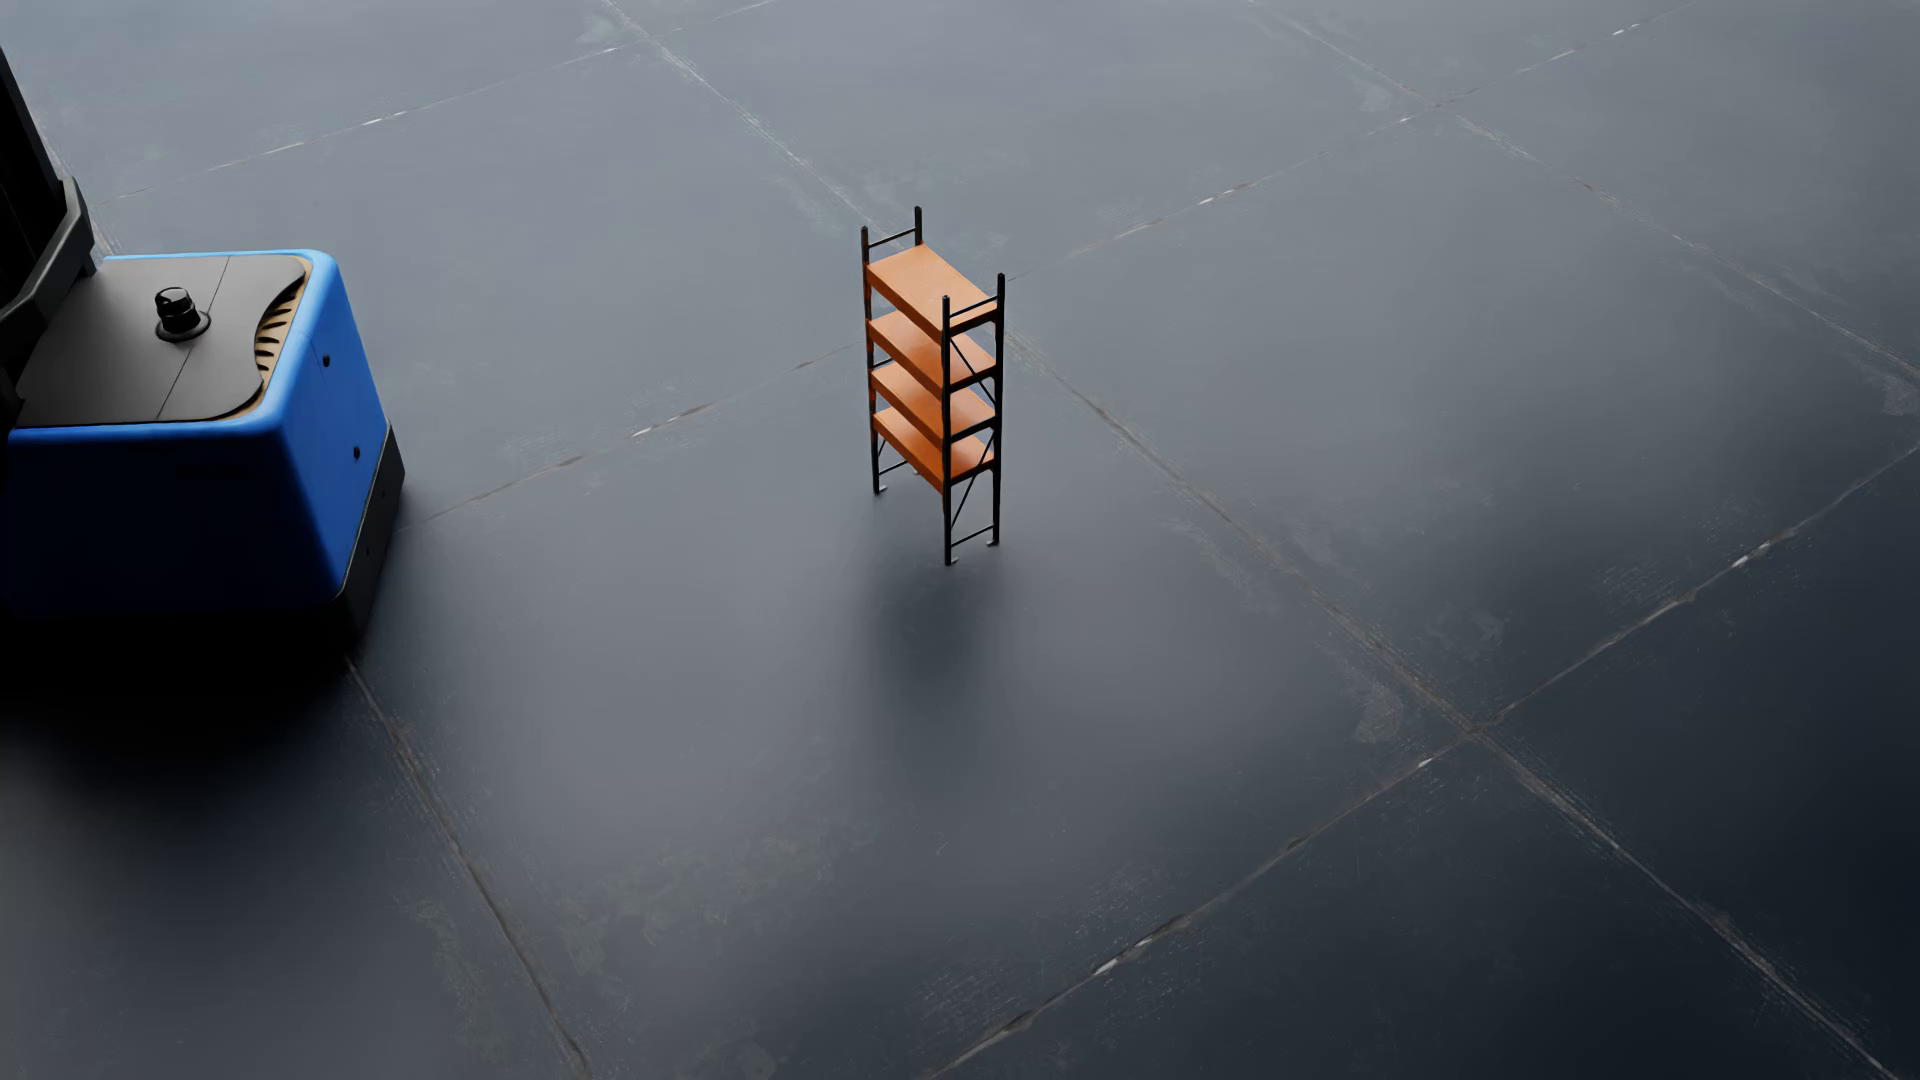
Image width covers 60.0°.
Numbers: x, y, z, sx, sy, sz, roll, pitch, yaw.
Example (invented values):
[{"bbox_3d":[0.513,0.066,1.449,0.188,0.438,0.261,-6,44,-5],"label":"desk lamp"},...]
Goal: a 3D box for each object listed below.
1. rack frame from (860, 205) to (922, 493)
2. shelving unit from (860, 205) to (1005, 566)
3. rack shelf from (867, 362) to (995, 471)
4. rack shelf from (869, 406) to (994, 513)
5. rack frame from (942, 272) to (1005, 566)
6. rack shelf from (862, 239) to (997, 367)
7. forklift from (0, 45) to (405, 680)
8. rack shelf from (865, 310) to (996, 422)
[{"bbox_3d":[-0.234,-0.666,6.079,0.240,1.200,0.015,-26,49,-24],"label":"rack frame"},{"bbox_3d":[-0.095,-0.528,5.934,0.258,1.200,0.503,-26,49,-24],"label":"shelving unit"},{"bbox_3d":[-0.095,-0.479,5.980,0.258,0.148,0.480,-26,49,-24],"label":"rack shelf"},{"bbox_3d":[-0.095,-0.335,6.117,0.258,0.148,0.480,-26,49,-24],"label":"rack shelf"},{"bbox_3d":[0.045,-0.390,5.789,0.240,1.200,0.015,-26,49,-24],"label":"rack frame"},{"bbox_3d":[-0.095,-0.812,5.663,0.258,0.148,0.480,-26,49,-24],"label":"rack shelf"},{"bbox_3d":[-3.623,-0.902,5.072,3.031,2.935,1.130,-3,44,-3],"label":"forklift"},{"bbox_3d":[-0.095,-0.641,5.826,0.258,0.148,0.480,-26,49,-24],"label":"rack shelf"}]
